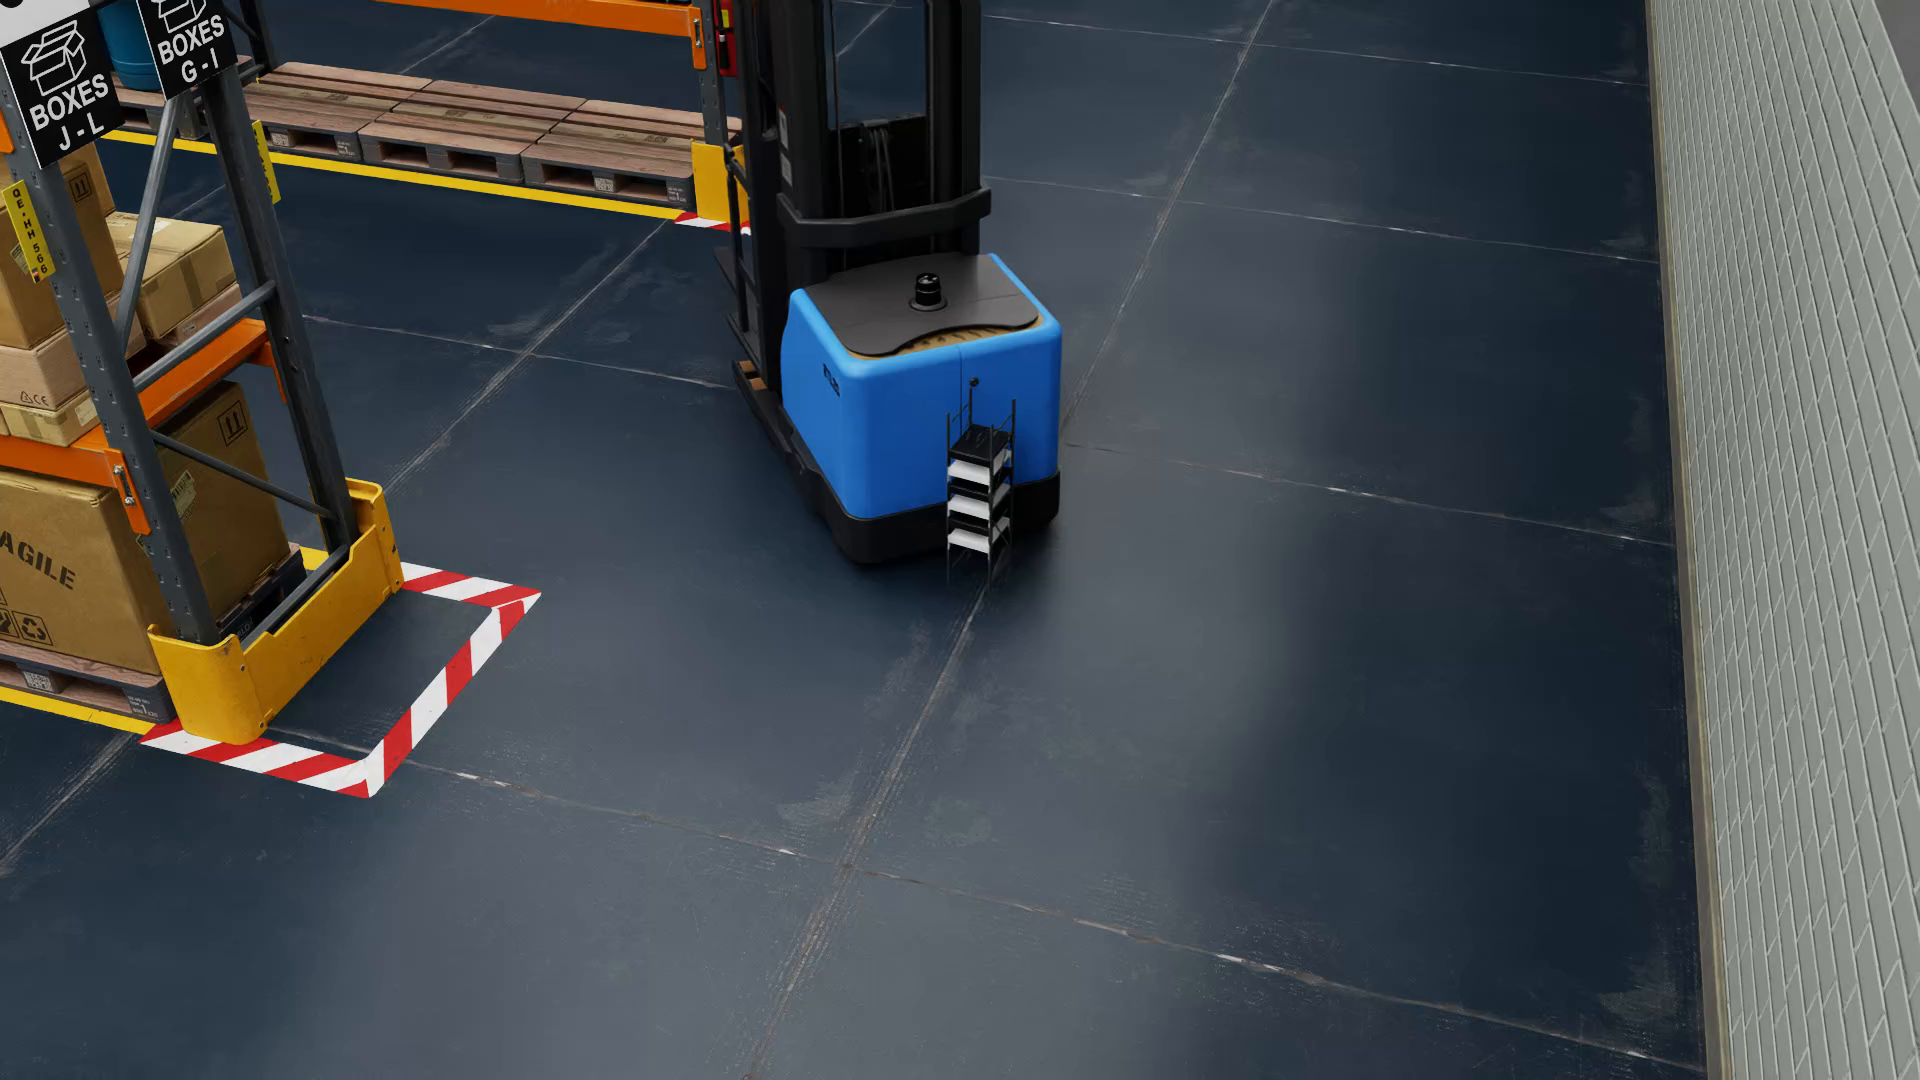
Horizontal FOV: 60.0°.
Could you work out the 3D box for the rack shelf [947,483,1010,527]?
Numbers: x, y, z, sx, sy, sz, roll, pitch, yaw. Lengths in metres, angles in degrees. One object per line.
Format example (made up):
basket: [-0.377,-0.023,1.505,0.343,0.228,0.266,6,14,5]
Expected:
rack shelf: [0.090,-0.174,7.284,0.200,0.077,0.258,16,39,20]

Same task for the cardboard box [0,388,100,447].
cardboard box: [-3.285,-0.519,6.137,0.250,0.149,0.380,11,38,15]

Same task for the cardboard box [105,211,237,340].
cardboard box: [-3.224,-1.041,6.509,0.500,0.250,0.500,10,37,13]

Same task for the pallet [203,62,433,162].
pallet: [-4.474,-3.022,11.678,1.213,0.211,1.003,10,38,14]

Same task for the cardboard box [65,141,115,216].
cardboard box: [-3.702,-1.431,6.407,0.500,0.500,0.500,10,37,13]

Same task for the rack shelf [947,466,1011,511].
rack shelf: [0.090,-0.247,7.231,0.200,0.077,0.258,16,39,20]

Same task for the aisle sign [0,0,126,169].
aisle sign: [-2.867,-1.608,5.212,0.004,0.787,0.394,10,38,14]

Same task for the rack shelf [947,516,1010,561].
rack shelf: [0.090,-0.029,7.391,0.200,0.077,0.258,16,39,20]

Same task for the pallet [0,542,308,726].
pallet: [-3.633,0.282,7.189,1.213,0.211,1.003,10,38,14]

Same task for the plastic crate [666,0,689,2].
plastic crate: [-1.745,-3.538,9.946,0.499,0.435,0.616,10,38,14]

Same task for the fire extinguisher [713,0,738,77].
fire extinguisher: [-1.361,-3.081,9.786,0.183,0.674,0.296,10,38,14]

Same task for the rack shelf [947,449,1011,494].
rack shelf: [0.090,-0.319,7.177,0.200,0.077,0.258,16,39,20]

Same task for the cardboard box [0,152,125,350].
cardboard box: [-3.390,-1.043,5.879,0.500,0.500,0.500,11,38,14]

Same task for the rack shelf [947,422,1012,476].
rack shelf: [0.090,-0.392,7.124,0.200,0.077,0.258,16,39,20]

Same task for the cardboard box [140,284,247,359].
cardboard box: [-3.087,-0.892,6.644,0.250,0.149,0.380,11,38,14]

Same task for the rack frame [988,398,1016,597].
rack frame: [0.181,-0.175,7.229,0.006,0.900,0.240,16,39,20]

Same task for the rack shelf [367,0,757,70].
rack shelf: [-3.279,-3.610,10.731,4.000,0.370,1.077,10,38,14]

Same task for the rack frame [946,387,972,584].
rack frame: [-0.002,-0.227,7.300,0.006,0.900,0.240,16,39,20]

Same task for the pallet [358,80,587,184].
pallet: [-3.306,-2.808,11.387,1.213,0.211,1.003,10,38,14]

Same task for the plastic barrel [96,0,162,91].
plastic barrel: [-5.702,-3.683,11.640,0.708,0.901,0.600,10,38,14]

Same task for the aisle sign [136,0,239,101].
aisle sign: [-2.688,-1.948,5.673,0.004,0.787,0.394,10,38,14]

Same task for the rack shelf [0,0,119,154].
rack shelf: [-4.756,-2.016,6.035,4.000,0.370,1.077,10,38,14]

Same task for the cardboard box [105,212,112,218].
cardboard box: [-3.722,-1.129,6.629,0.500,0.250,0.500,10,38,13]

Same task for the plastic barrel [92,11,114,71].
plastic barrel: [-6.378,-3.808,11.810,0.708,0.901,0.600,10,38,14]

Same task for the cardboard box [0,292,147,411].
cardboard box: [-3.388,-0.739,6.099,0.500,0.250,0.500,10,38,13]

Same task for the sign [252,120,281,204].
sign: [-2.675,-1.437,6.375,0.005,0.325,0.100,10,38,14]

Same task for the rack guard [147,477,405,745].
rack guard: [-2.824,0.267,6.965,0.348,0.500,1.175,10,38,14]

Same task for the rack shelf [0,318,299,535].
rack shelf: [-4.756,-0.808,6.924,4.000,0.370,1.077,10,38,14]

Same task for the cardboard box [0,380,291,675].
cardboard box: [-3.481,-0.125,6.828,0.875,0.875,0.875,10,38,14]

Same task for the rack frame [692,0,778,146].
rack frame: [-1.370,-3.546,10.038,0.127,3.000,1.000,10,38,14]

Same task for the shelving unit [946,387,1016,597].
shelving unit: [0.090,-0.201,7.264,0.210,0.900,0.258,16,39,20]

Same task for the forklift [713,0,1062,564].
forklift: [-0.558,-1.945,7.920,1.130,2.935,3.031,-13,38,-18]

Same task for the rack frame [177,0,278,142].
rack frame: [-5.188,-4.253,10.998,0.127,3.000,1.000,10,38,14]

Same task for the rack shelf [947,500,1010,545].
rack shelf: [0.090,-0.102,7.337,0.200,0.077,0.258,16,39,20]

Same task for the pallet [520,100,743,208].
pallet: [-2.145,-2.591,11.092,1.213,0.211,1.003,10,38,14]

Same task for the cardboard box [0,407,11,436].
cardboard box: [-3.533,-0.564,6.198,0.250,0.149,0.380,11,38,14]

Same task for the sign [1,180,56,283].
sign: [-3.022,-1.001,5.403,0.005,0.325,0.100,10,38,14]

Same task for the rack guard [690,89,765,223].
rack guard: [-1.343,-2.543,10.783,0.348,0.500,1.175,10,38,14]

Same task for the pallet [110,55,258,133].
pallet: [-5.912,-3.290,12.042,1.213,0.211,1.003,10,38,14]

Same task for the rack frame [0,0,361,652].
rack frame: [-2.847,-0.744,6.230,0.127,3.000,1.000,10,38,14]
